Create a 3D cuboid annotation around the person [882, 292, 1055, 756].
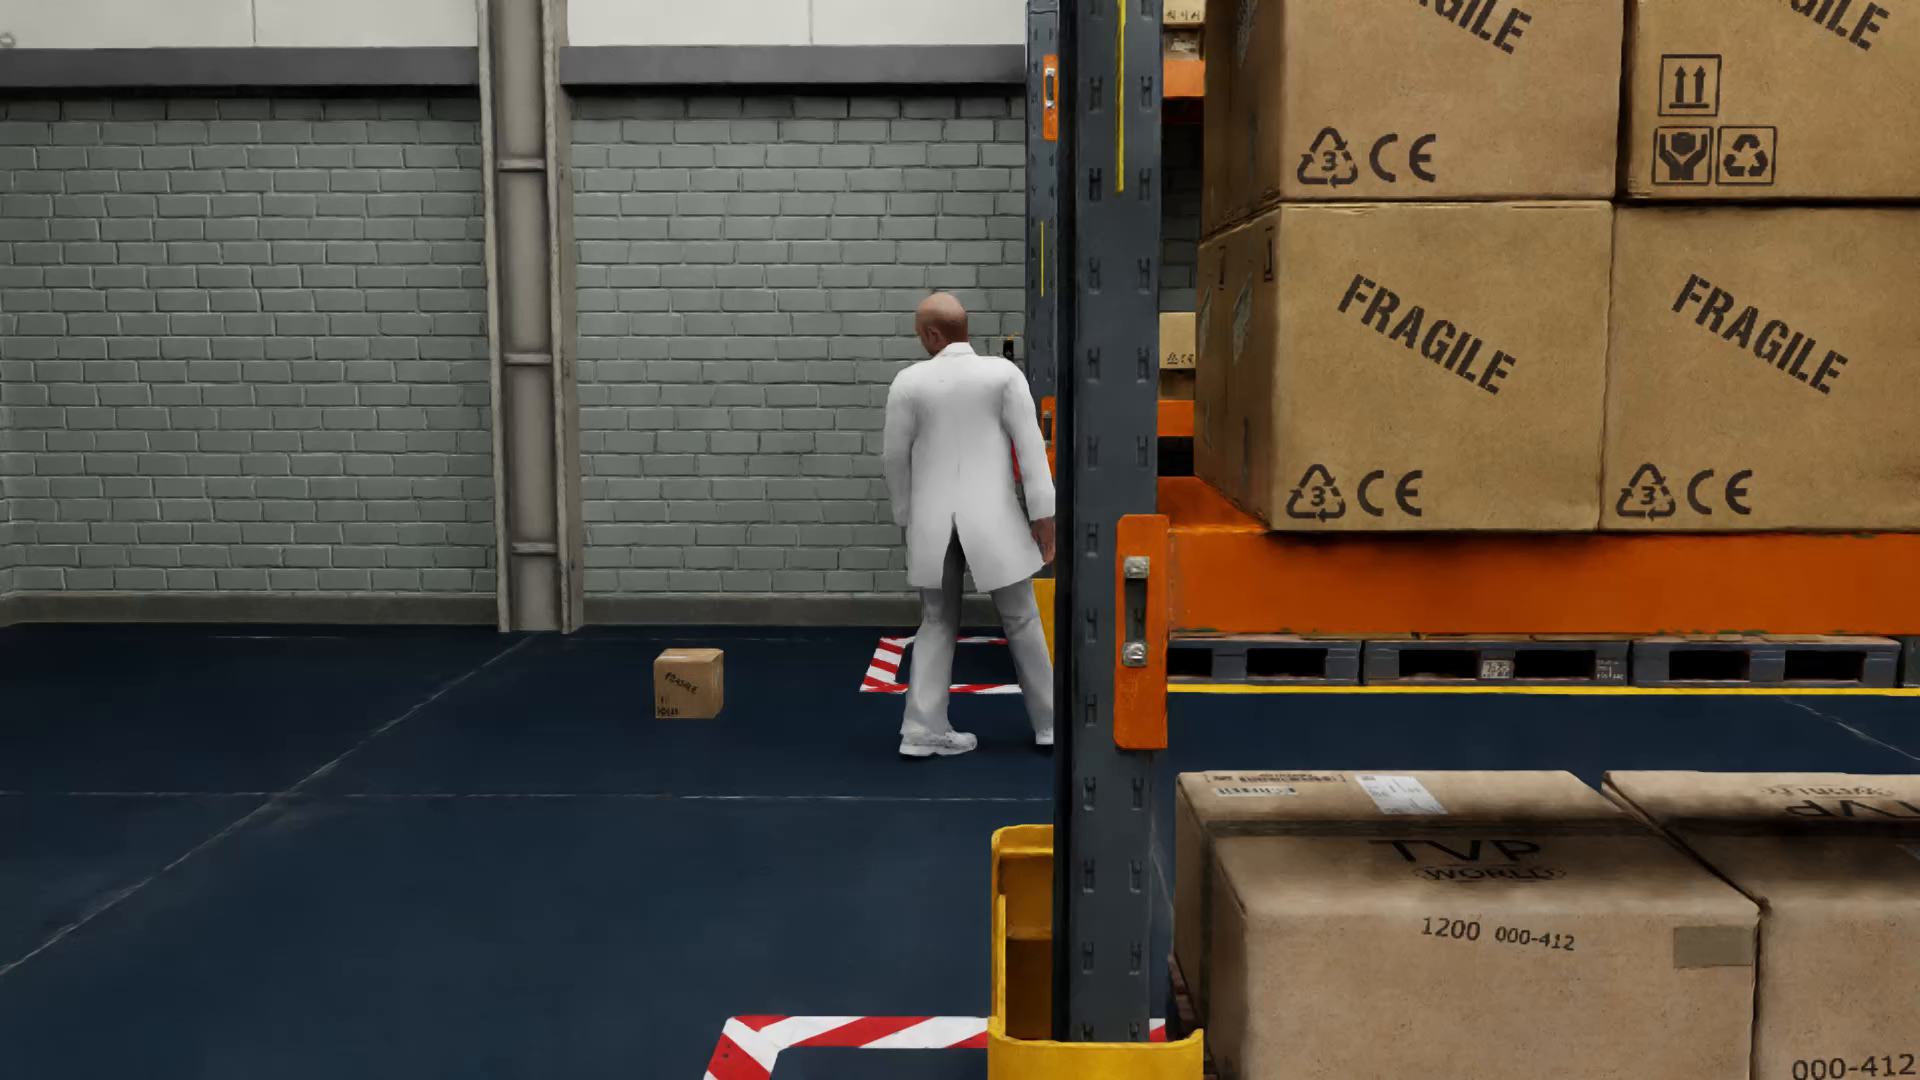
[{"bbox_3d":[0.066,-0.054,6.409,0.683,1.773,0.608,1,7,11],"label":"person"}]
